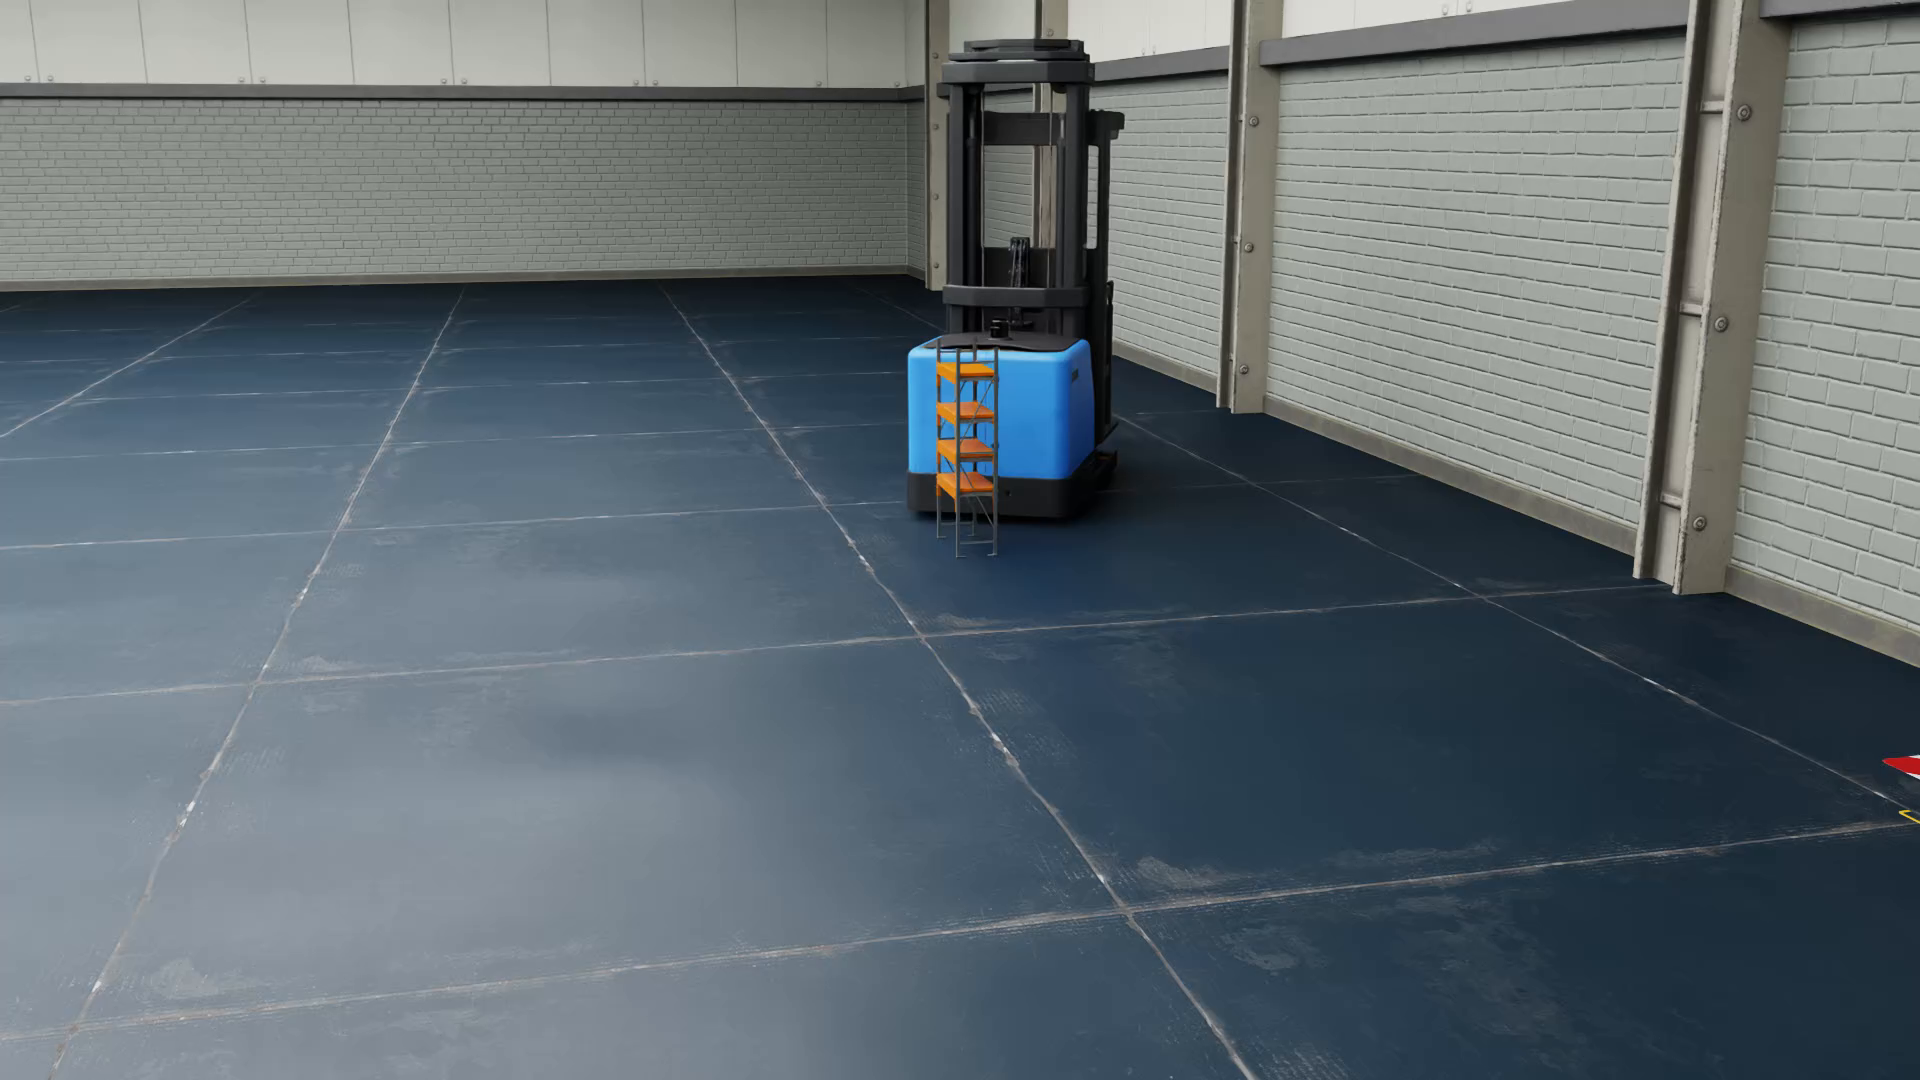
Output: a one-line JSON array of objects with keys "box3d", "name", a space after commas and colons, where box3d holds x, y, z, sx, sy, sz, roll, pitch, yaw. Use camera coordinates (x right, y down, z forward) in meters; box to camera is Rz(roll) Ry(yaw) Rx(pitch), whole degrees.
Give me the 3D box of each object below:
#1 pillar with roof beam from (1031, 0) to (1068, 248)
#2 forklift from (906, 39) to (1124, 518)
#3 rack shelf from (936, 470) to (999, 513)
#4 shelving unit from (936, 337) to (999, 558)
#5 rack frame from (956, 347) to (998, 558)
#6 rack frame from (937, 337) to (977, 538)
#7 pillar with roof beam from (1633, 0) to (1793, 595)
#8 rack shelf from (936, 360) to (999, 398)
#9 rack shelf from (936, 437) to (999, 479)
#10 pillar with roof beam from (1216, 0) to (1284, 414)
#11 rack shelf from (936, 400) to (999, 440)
[{"box3d": [-3.121, -6.665, 18.249, 9.100, 9.000, 0.400, -3, 14, -13], "name": "pillar with roof beam"}, {"box3d": [0.503, -1.862, 11.373, 1.130, 2.935, 3.031, 3, 14, 13], "name": "forklift"}, {"box3d": [0.039, -0.286, 9.691, 0.258, 0.148, 0.480, -3, 14, -13], "name": "rack shelf"}, {"box3d": [0.039, -0.545, 9.628, 0.258, 1.200, 0.503, -3, 14, -13], "name": "shelving unit"}, {"box3d": [0.096, -0.488, 9.398, 0.240, 1.200, 0.015, -3, 14, -13], "name": "rack frame"}, {"box3d": [-0.018, -0.601, 9.859, 0.240, 1.200, 0.015, -3, 14, -13], "name": "rack frame"}, {"box3d": [-0.303, -3.897, 6.918, 9.100, 9.000, 0.400, -3, 14, -13], "name": "pillar with roof beam"}, {"box3d": [0.039, -0.926, 9.535, 0.258, 0.148, 0.480, -3, 14, -13], "name": "rack shelf"}, {"box3d": [0.039, -0.479, 9.644, 0.258, 0.148, 0.480, -3, 14, -13], "name": "rack shelf"}, {"box3d": [-1.712, -5.281, 12.583, 9.100, 9.000, 0.400, -3, 14, -13], "name": "pillar with roof beam"}, {"box3d": [0.039, -0.697, 9.591, 0.258, 0.148, 0.480, -3, 14, -13], "name": "rack shelf"}]
